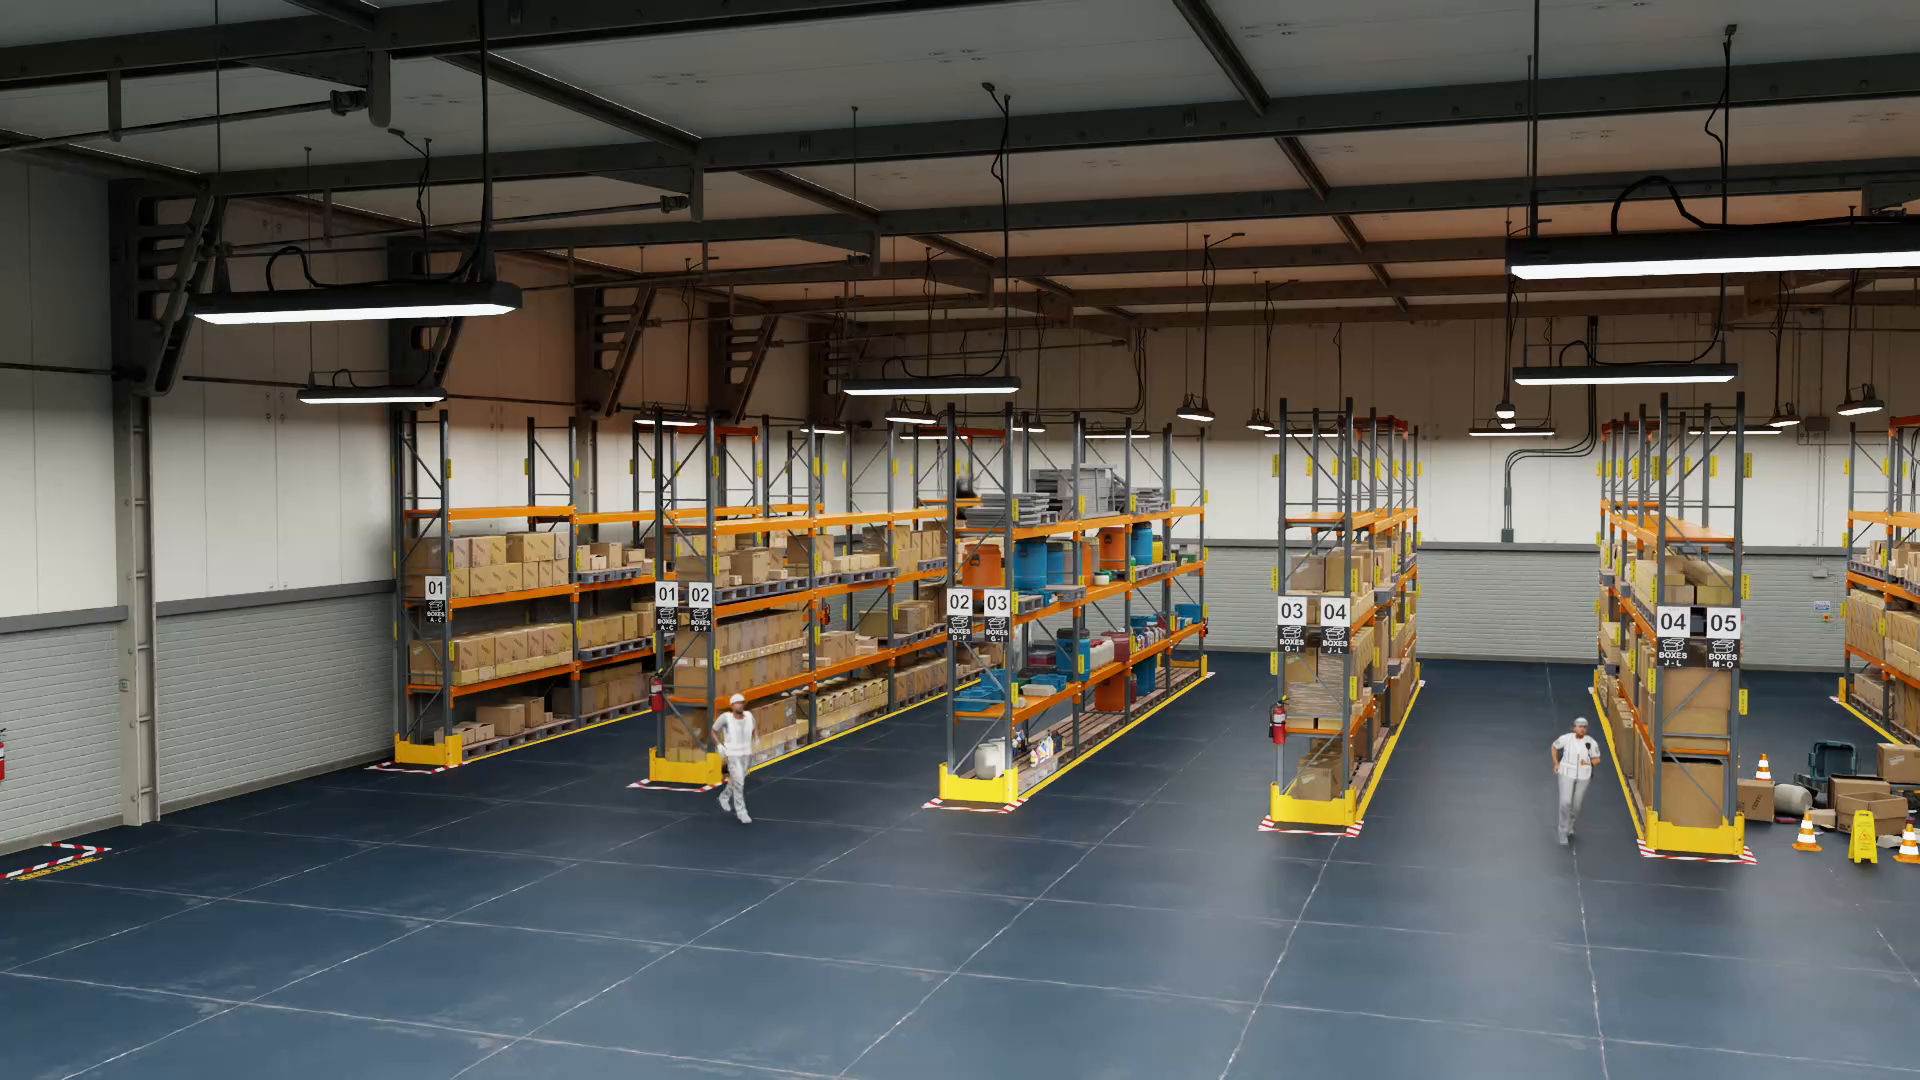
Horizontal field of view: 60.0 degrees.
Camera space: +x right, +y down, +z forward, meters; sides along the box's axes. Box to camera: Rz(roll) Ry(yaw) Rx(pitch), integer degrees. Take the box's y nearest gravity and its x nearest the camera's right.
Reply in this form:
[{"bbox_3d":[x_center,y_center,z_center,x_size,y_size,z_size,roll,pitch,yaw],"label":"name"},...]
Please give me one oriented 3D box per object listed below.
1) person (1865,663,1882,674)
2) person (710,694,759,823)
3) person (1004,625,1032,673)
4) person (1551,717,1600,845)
[{"bbox_3d":[20.245,2.628,36.592,0.657,1.593,0.741,2,3,35],"label":"person"},{"bbox_3d":[-3.184,3.070,23.712,0.675,1.789,0.924,-2,3,-43],"label":"person"},{"bbox_3d":[1.267,2.450,36.589,0.610,1.664,0.771,0,2,8],"label":"person"},{"bbox_3d":[8.303,3.234,22.415,0.601,1.708,0.733,0,2,10],"label":"person"}]
